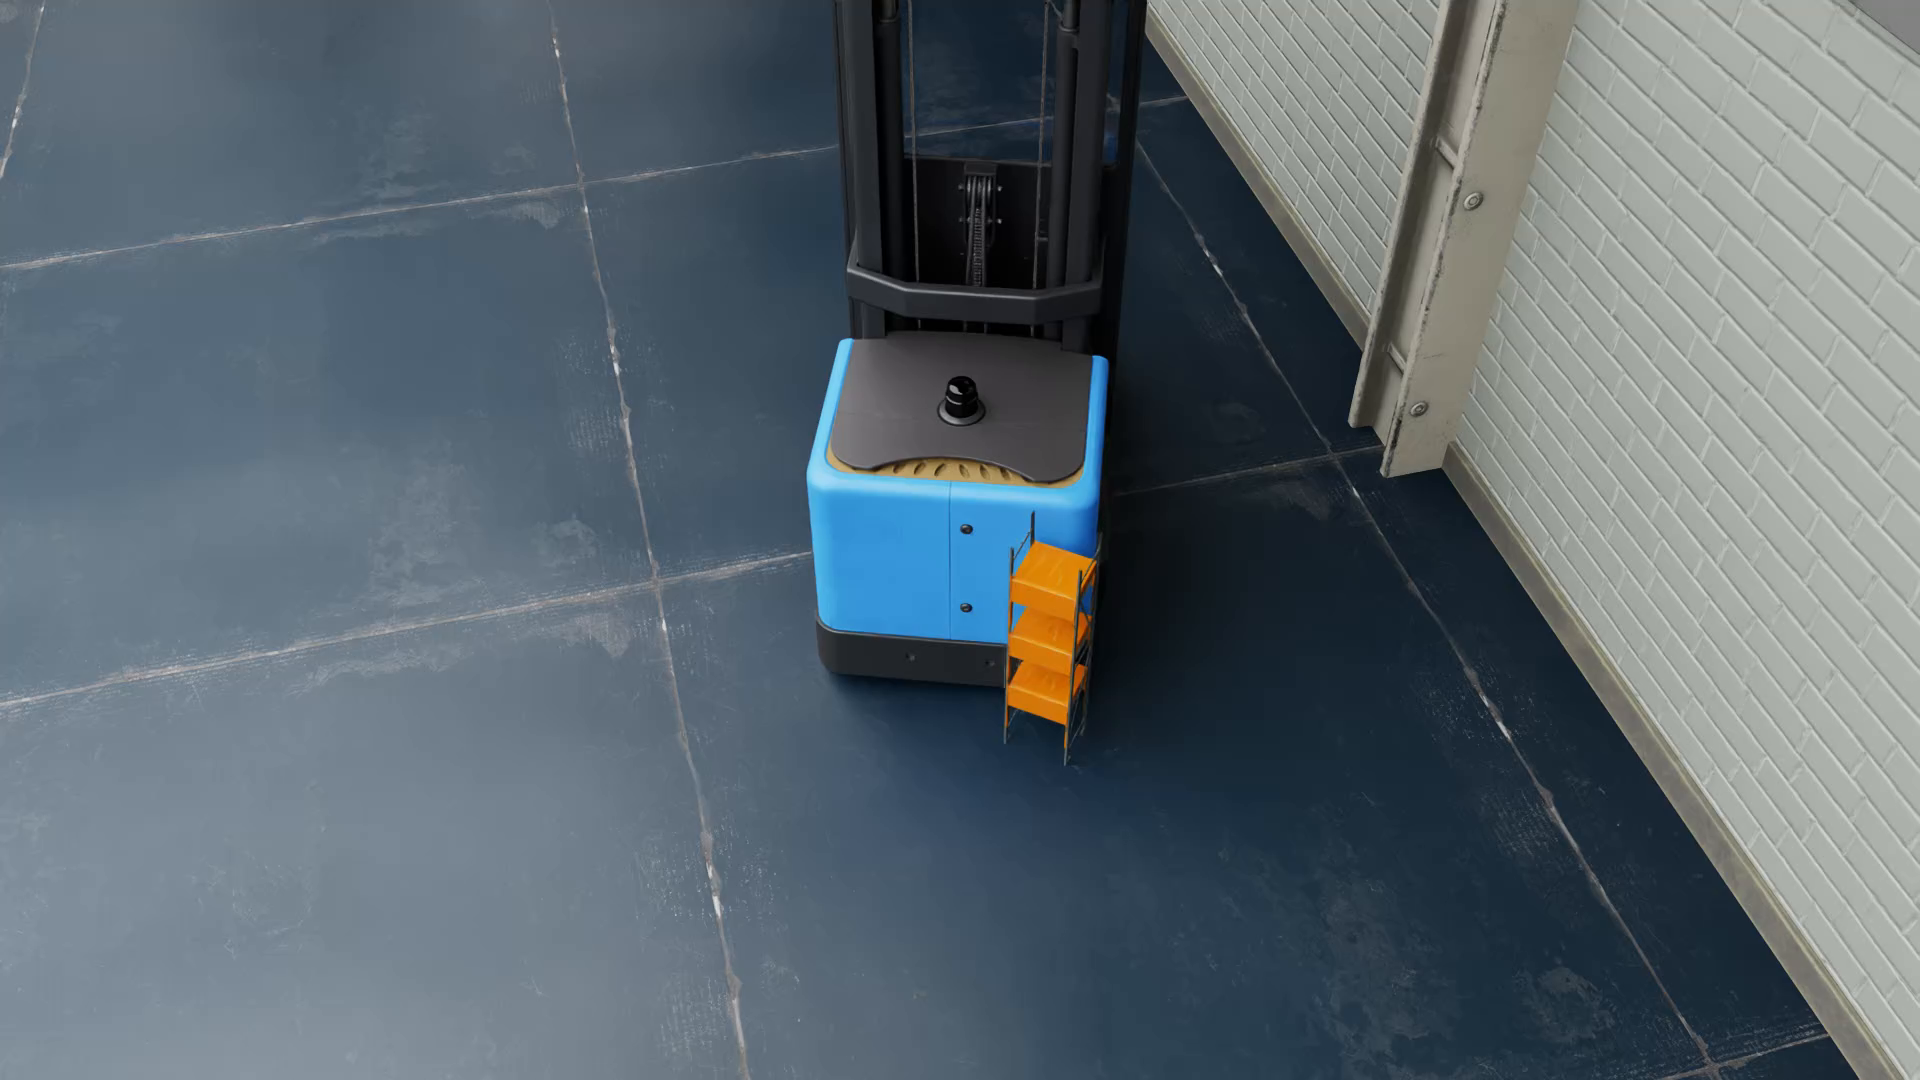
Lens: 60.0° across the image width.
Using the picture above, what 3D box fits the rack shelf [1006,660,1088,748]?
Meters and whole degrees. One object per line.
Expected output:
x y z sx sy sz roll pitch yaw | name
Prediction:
0.321 0.572 6.109 0.240 0.259 0.215 18 48 17 | rack shelf

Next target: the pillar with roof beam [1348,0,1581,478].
-2.208 -2.798 3.443 9.100 9.000 0.400 -11 47 -10 | pillar with roof beam

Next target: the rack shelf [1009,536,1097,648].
0.321 0.179 5.708 0.240 0.259 0.215 18 48 17 | rack shelf

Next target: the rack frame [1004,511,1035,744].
0.210 0.334 5.938 0.008 1.050 0.200 18 48 17 | rack frame

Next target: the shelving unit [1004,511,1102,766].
0.321 0.370 5.903 0.252 1.050 0.215 18 48 17 | shelving unit

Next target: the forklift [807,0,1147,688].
0.125 -1.504 6.422 1.130 2.935 3.031 4 46 4 | forklift

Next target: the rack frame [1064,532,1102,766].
0.432 0.407 5.867 0.008 1.050 0.200 18 48 17 | rack frame

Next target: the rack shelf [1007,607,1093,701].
0.321 0.378 5.910 0.240 0.259 0.215 18 48 17 | rack shelf
